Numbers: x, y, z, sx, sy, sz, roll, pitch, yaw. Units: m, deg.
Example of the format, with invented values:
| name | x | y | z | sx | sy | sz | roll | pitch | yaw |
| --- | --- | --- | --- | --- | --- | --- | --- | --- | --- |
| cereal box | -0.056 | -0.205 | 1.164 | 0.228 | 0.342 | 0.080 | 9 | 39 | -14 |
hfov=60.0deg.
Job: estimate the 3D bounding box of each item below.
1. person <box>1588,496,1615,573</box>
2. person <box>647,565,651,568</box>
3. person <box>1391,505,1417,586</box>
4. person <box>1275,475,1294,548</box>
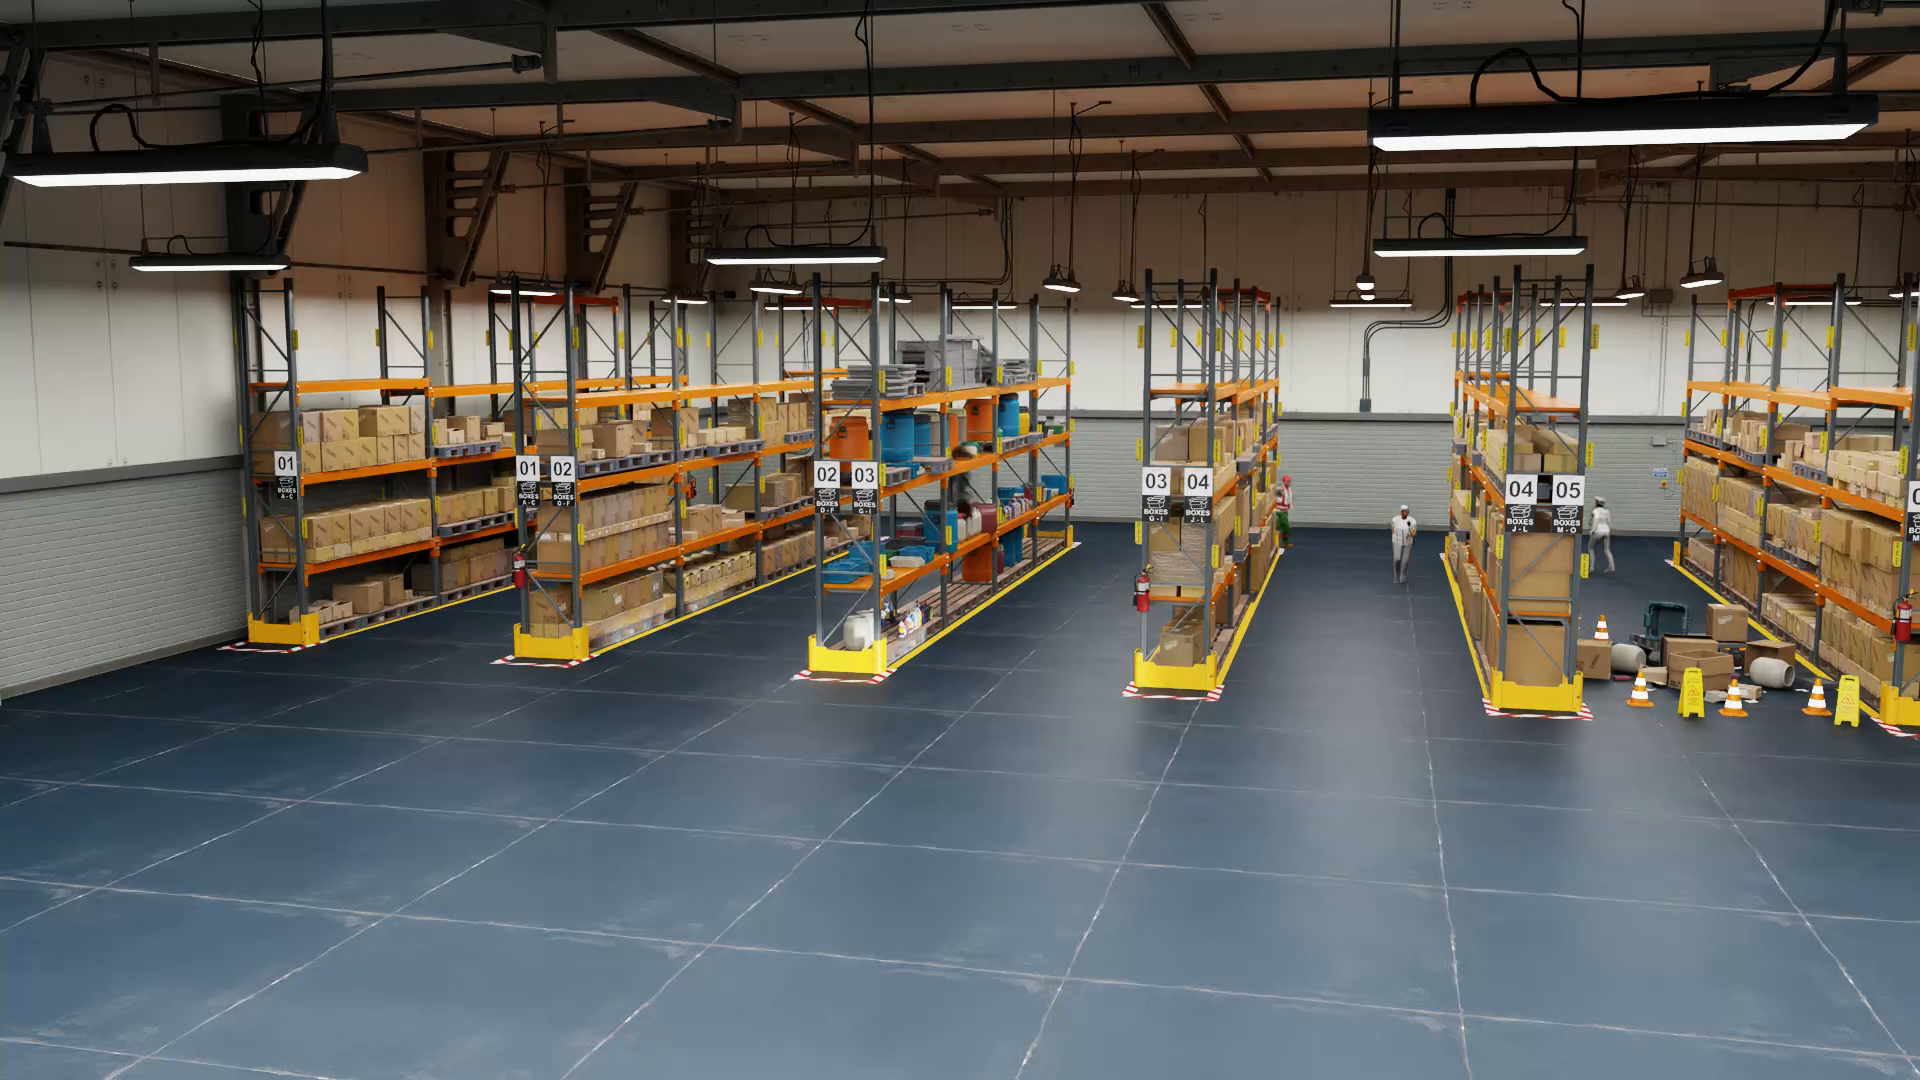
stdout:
| name | x | y | z | sx | sy | sz | roll | pitch | yaw |
| --- | --- | --- | --- | --- | --- | --- | --- | --- | --- |
| person | 13.725 | -0.079 | 35.569 | 0.602 | 1.681 | 0.936 | -1 | 7 | -12 |
| person | -6.489 | 0.180 | 33.759 | 0.558 | 1.604 | 0.800 | 2 | 7 | 17 |
| person | 9.115 | 0.109 | 34.174 | 0.500 | 1.683 | 0.789 | 1 | 7 | 10 |
| person | 7.725 | -0.703 | 40.295 | 0.778 | 1.756 | 0.657 | 6 | 9 | 43 |
